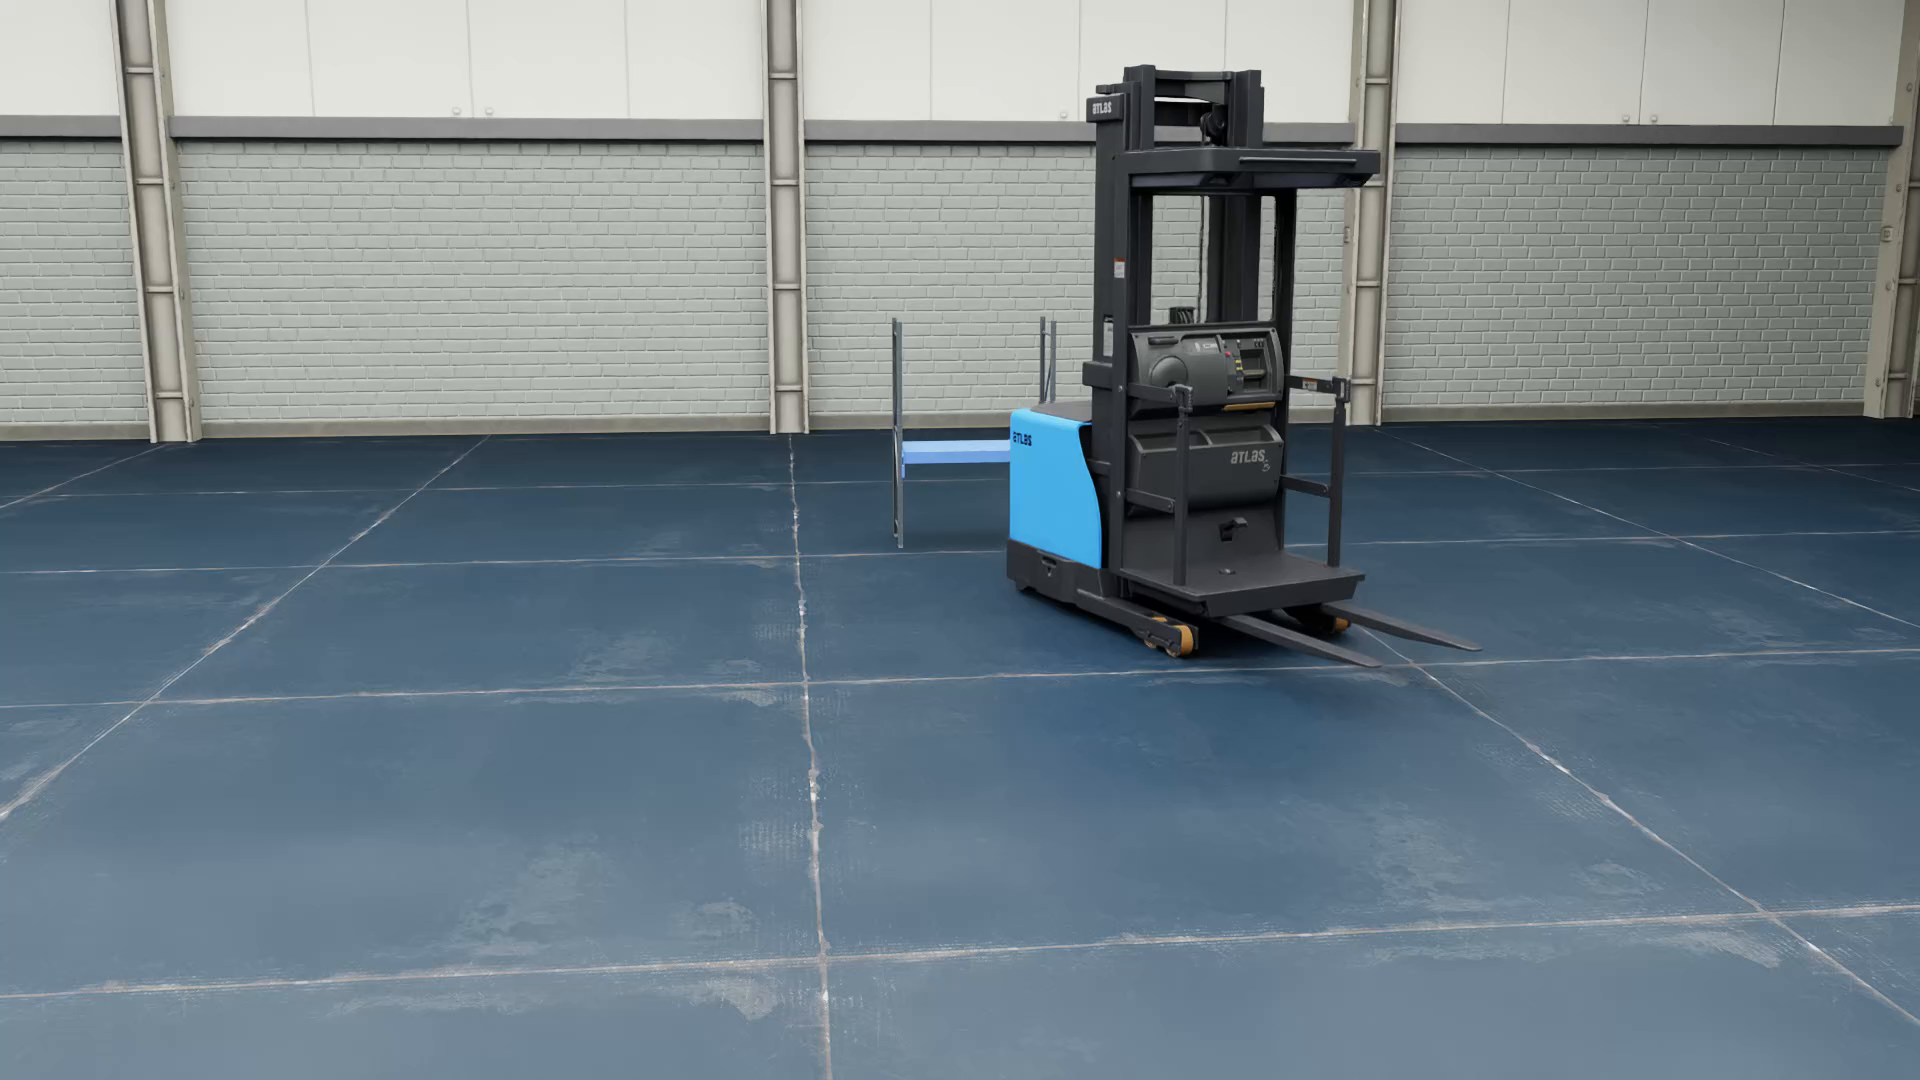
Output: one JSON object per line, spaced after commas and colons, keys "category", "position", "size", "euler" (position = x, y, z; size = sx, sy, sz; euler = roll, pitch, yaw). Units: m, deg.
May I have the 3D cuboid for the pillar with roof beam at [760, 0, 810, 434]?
{"category": "pillar with roof beam", "position": [-1.276, -4.698, 11.936], "size": [0.400, 9.000, 9.100], "euler": [-1, 11, -6]}

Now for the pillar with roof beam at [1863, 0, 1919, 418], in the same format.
{"category": "pillar with roof beam", "position": [10.654, -4.948, 13.208], "size": [0.400, 9.000, 9.100], "euler": [-1, 11, -6]}

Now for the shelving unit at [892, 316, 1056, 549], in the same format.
{"category": "shelving unit", "position": [0.085, -0.738, 11.232], "size": [1.048, 1.500, 0.538], "euler": [-1, 11, -6]}

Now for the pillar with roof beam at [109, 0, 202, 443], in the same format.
{"category": "pillar with roof beam", "position": [-7.241, -4.573, 11.300], "size": [0.400, 9.000, 9.100], "euler": [-1, 11, -6]}

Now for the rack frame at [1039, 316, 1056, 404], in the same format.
{"category": "rack frame", "position": [0.590, -0.748, 11.286], "size": [0.032, 1.500, 0.500], "euler": [-1, 11, -6]}

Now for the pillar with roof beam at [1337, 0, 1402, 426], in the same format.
{"category": "pillar with roof beam", "position": [4.689, -4.823, 12.572], "size": [0.400, 9.000, 9.100], "euler": [-1, 11, -6]}

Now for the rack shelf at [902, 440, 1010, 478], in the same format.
{"category": "rack shelf", "position": [0.085, -0.561, 11.267], "size": [1.000, 0.185, 0.538], "euler": [-1, 11, -6]}

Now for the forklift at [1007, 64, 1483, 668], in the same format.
{"category": "forklift", "position": [1.412, -0.946, 8.584], "size": [1.130, 2.935, 3.031], "euler": [-6, 13, -27]}

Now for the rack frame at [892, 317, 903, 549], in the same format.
{"category": "rack frame", "position": [-0.421, -0.727, 11.179], "size": [0.032, 1.500, 0.500], "euler": [-1, 11, -6]}
